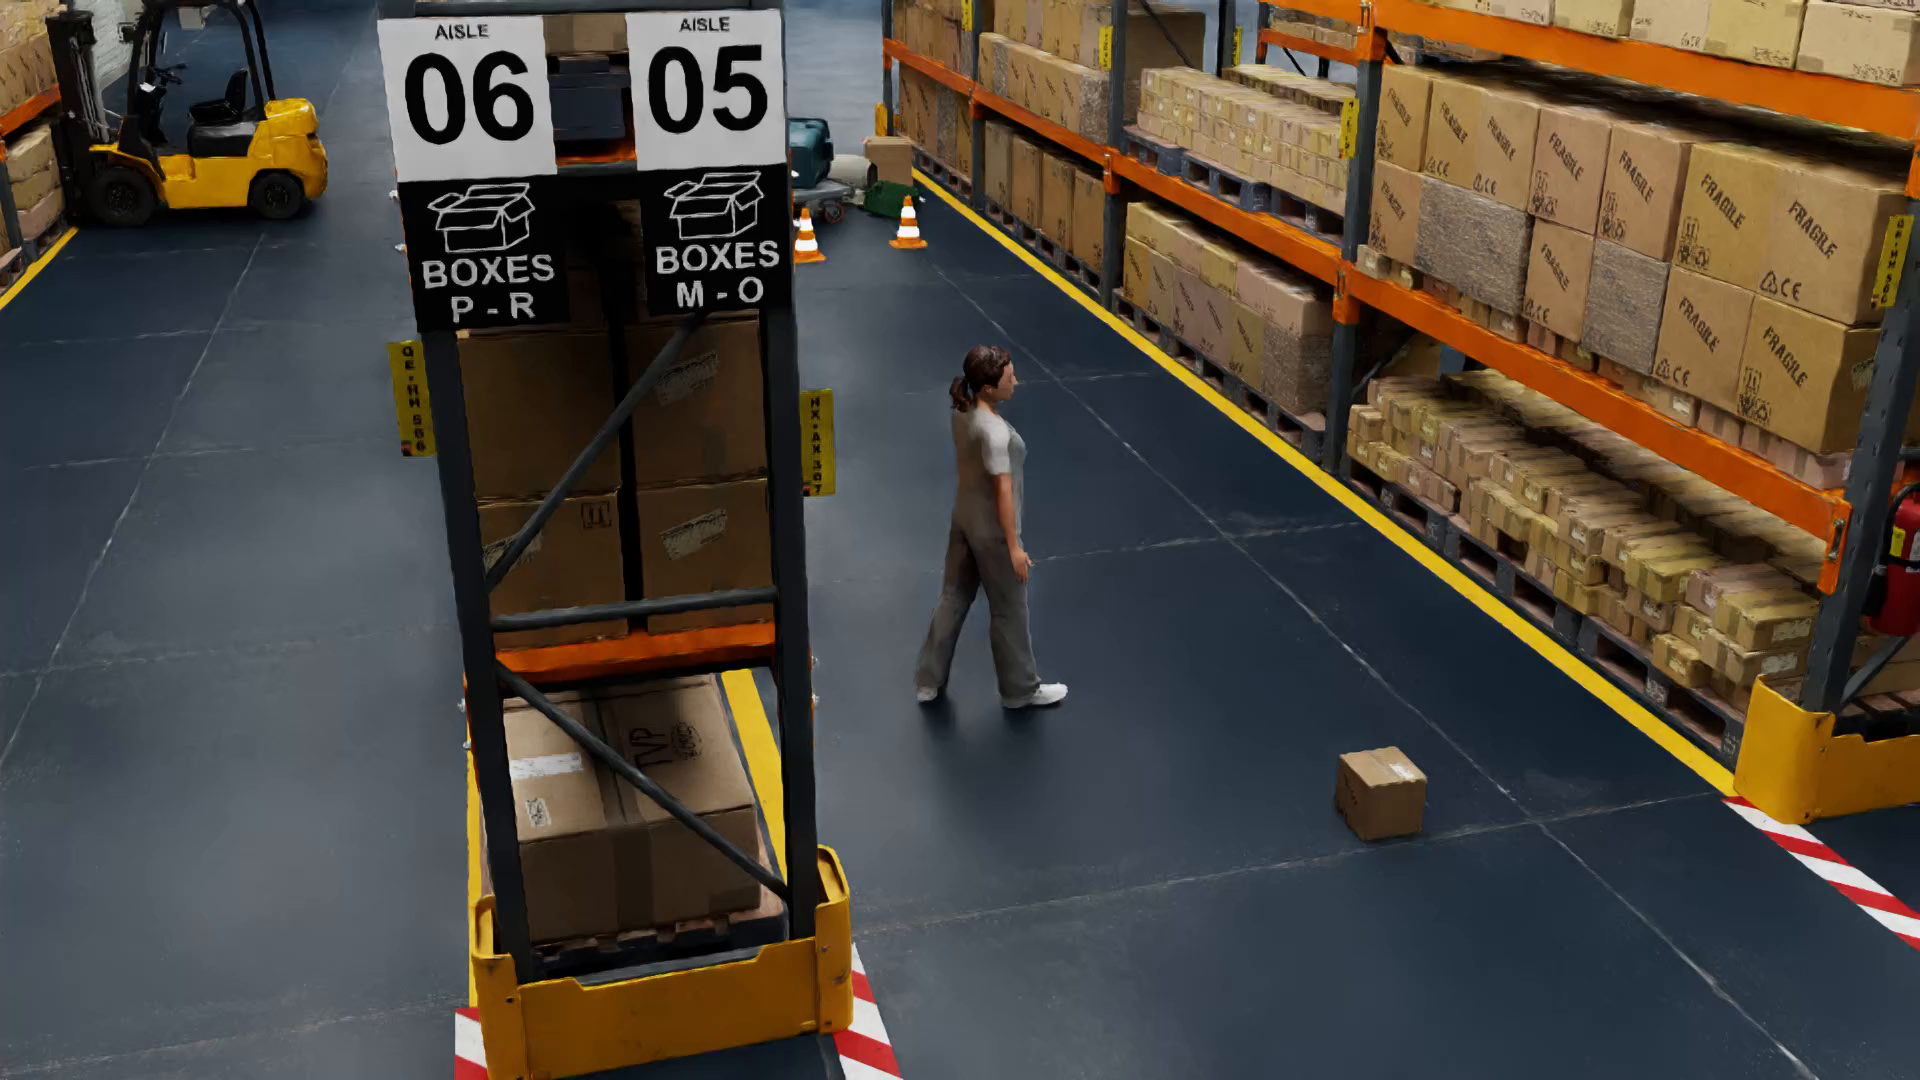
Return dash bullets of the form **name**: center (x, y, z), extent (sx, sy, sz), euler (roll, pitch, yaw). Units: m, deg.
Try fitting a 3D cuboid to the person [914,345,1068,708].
- **person**: center (0.143, -0.038, 7.172), extent (0.642, 1.664, 0.668), euler (-10, 25, -23)
